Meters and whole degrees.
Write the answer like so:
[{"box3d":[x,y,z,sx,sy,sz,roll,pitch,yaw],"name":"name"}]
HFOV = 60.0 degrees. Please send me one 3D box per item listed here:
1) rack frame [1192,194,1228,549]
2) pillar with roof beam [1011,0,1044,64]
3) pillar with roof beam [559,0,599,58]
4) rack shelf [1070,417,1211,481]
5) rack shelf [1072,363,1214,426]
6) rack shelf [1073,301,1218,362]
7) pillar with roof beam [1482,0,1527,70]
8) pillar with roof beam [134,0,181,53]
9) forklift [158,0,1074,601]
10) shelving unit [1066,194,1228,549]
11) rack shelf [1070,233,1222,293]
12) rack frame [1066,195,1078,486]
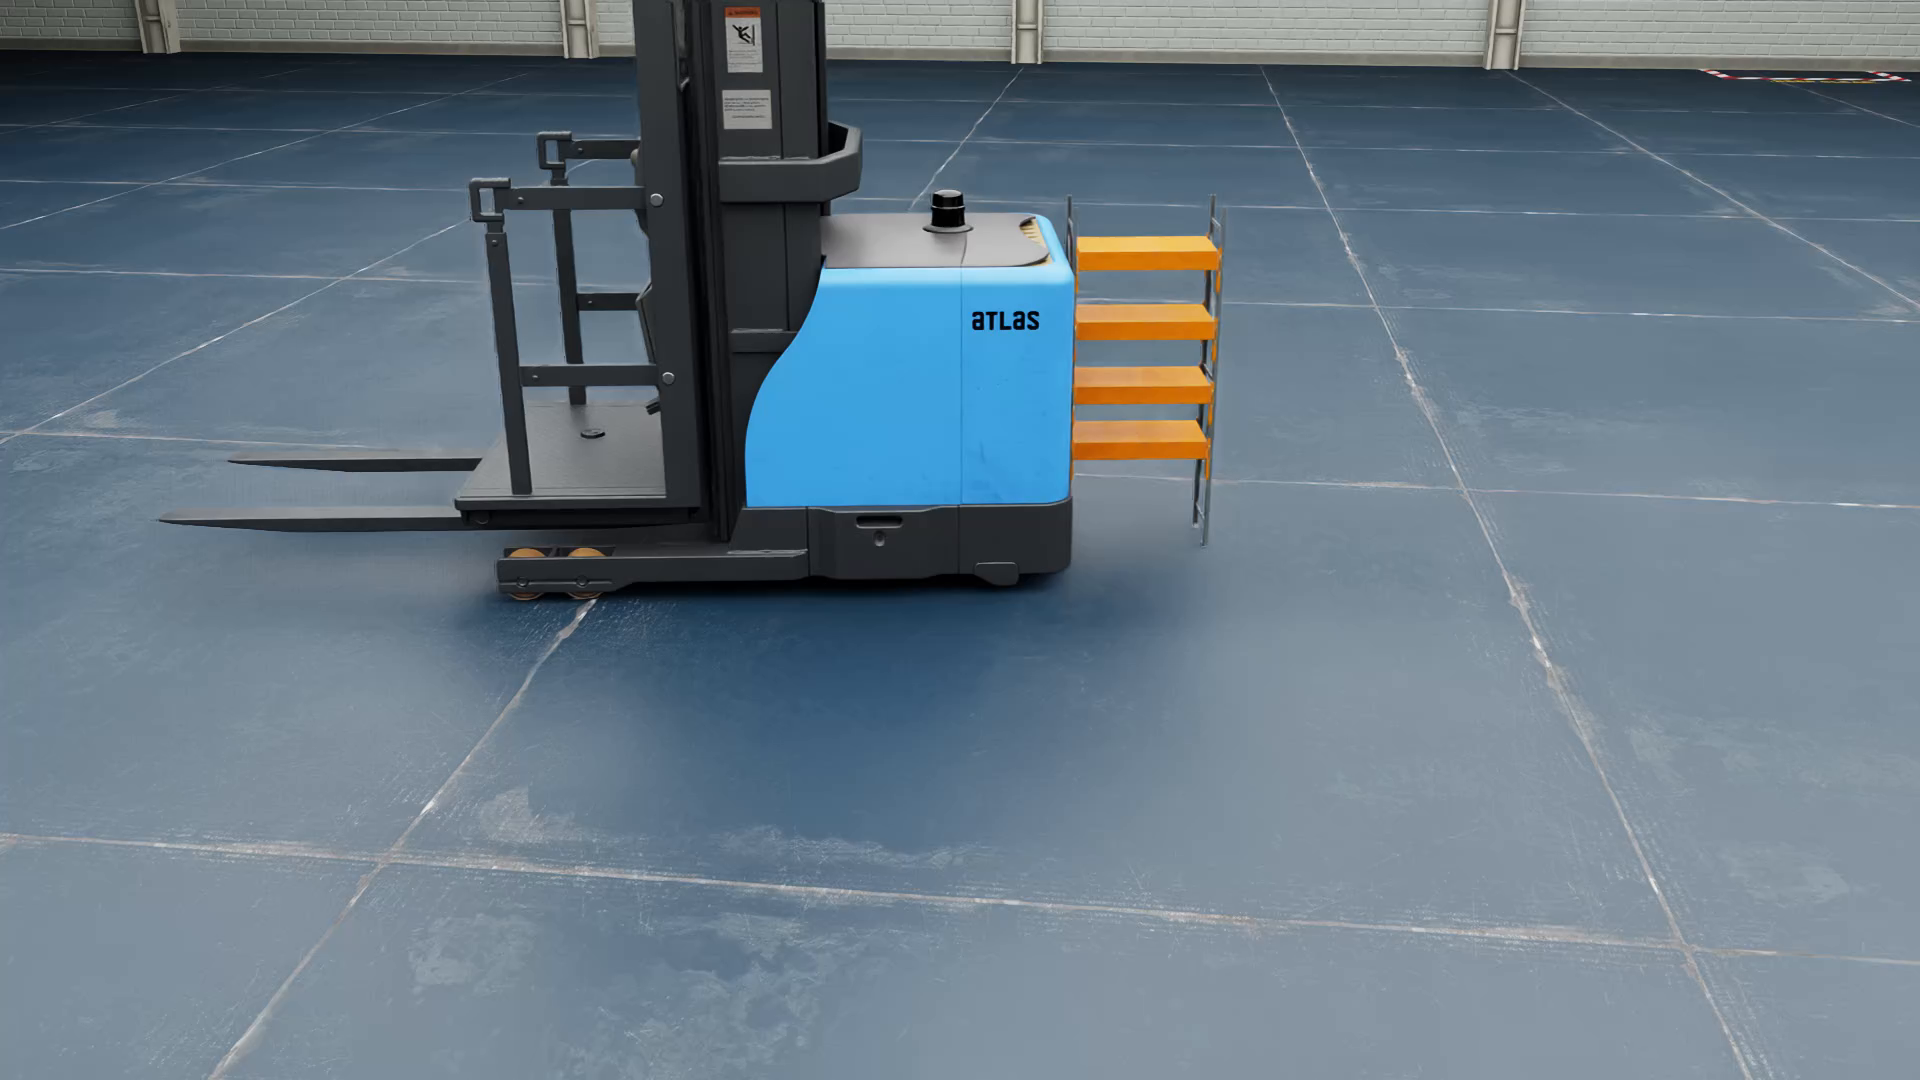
[{"box3d":[0.862,-0.572,5.755,0.015,1.200,0.240,-1,22,-2],"name":"rack frame"},{"box3d":[0.371,-8.848,16.081,0.400,9.000,9.100,2,22,6],"name":"pillar with roof beam"},{"box3d":[-5.588,-9.108,16.738,0.400,9.000,9.100,2,22,6],"name":"pillar with roof beam"},{"box3d":[0.618,-0.322,5.846,0.480,0.148,0.258,-1,22,-2],"name":"rack shelf"},{"box3d":[0.618,-0.507,5.773,0.480,0.148,0.258,-1,22,-2],"name":"rack shelf"},{"box3d":[0.618,-0.715,5.690,0.480,0.148,0.258,-1,22,-2],"name":"rack shelf"},{"box3d":[6.329,-8.589,15.424,0.400,9.000,9.100,2,22,6],"name":"pillar with roof beam"},{"box3d":[-11.546,-9.367,17.394,0.400,9.000,9.100,2,22,6],"name":"pillar with roof beam"},{"box3d":[-1.156,-1.363,5.401,3.031,2.935,1.130,-1,22,-2],"name":"forklift"},{"box3d":[0.618,-0.569,5.748,0.503,1.200,0.258,-1,22,-2],"name":"shelving unit"},{"box3d":[0.618,-0.935,5.603,0.480,0.148,0.258,-1,22,-2],"name":"rack shelf"},{"box3d":[0.374,-0.566,5.741,0.015,1.200,0.240,-1,22,-2],"name":"rack frame"}]
